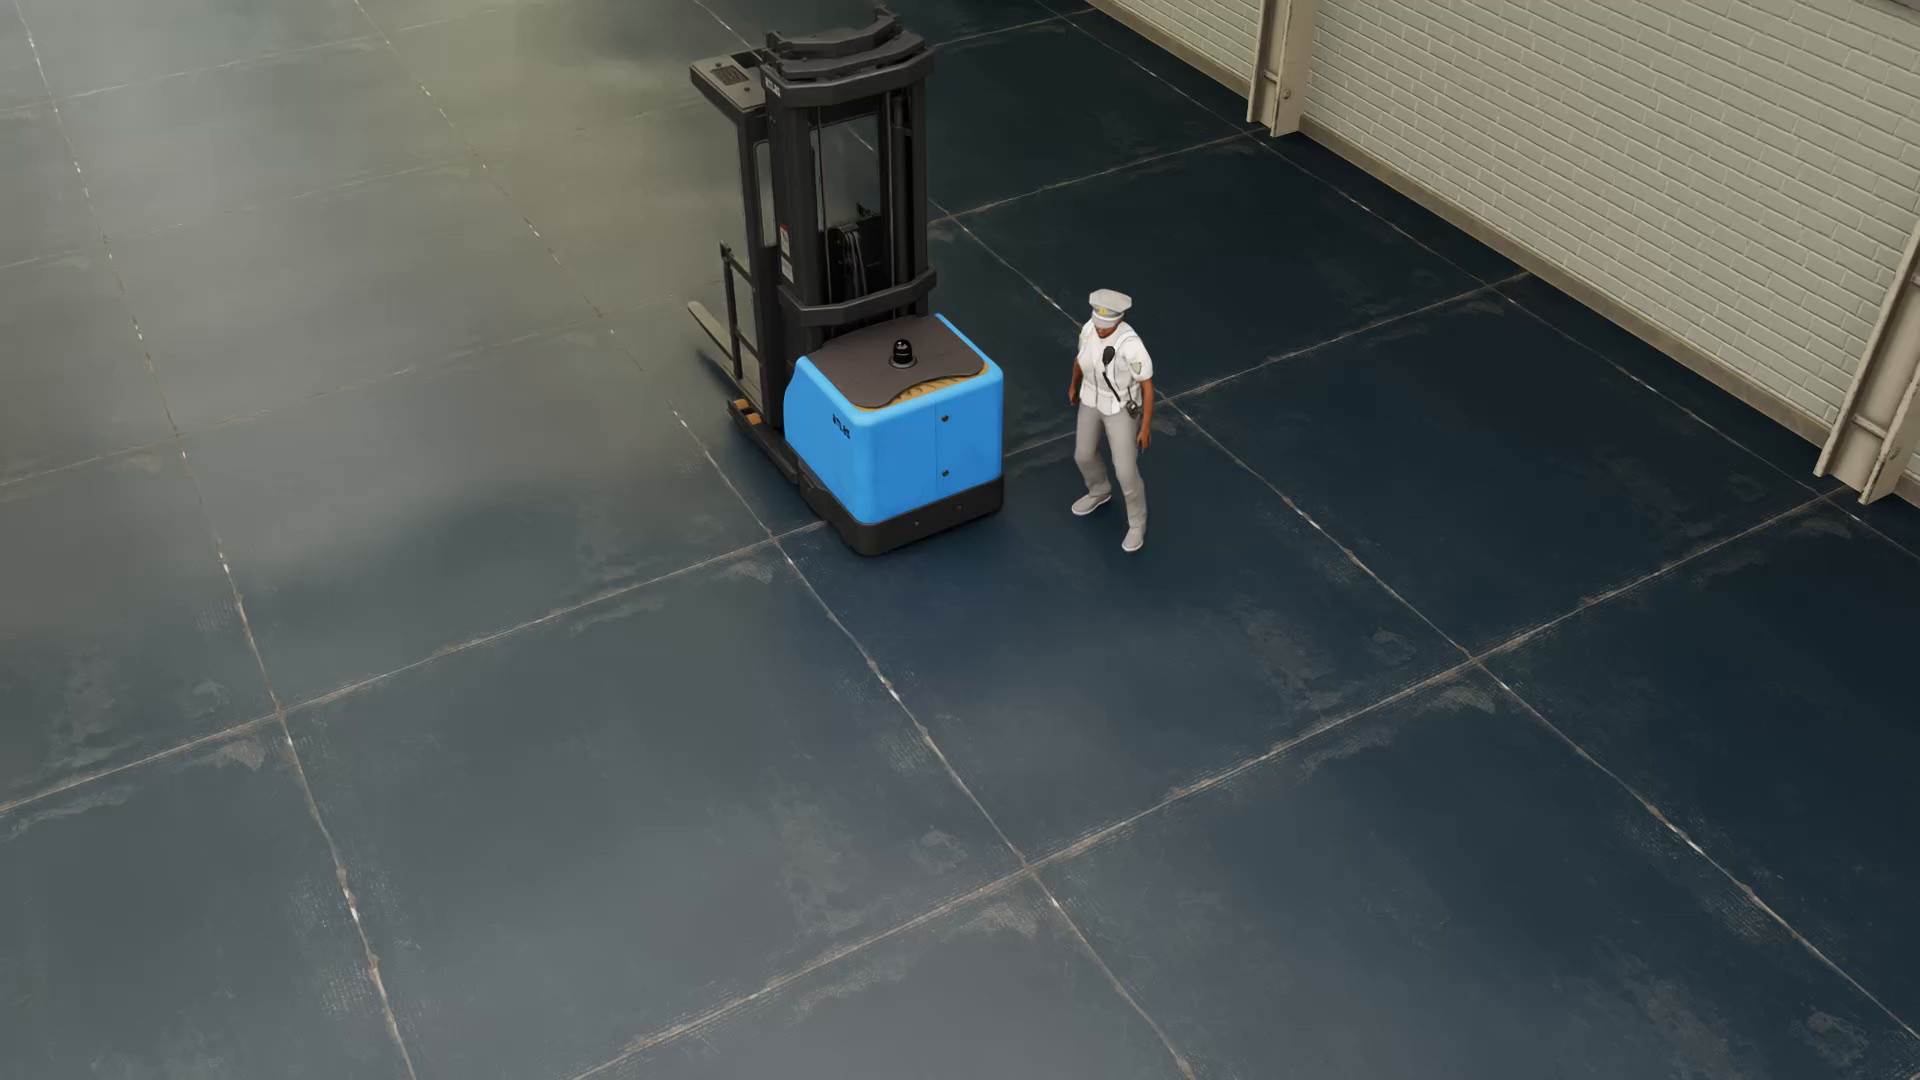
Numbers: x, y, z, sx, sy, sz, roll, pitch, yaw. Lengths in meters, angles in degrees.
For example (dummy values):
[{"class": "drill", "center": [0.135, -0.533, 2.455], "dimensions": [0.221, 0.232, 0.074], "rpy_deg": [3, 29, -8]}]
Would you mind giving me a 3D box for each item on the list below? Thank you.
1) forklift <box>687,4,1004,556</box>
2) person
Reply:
[{"class": "forklift", "center": [-0.912, -1.952, 10.390], "dimensions": [1.130, 2.935, 3.031], "rpy_deg": [-21, 44, -23]}, {"class": "person", "center": [0.909, -0.776, 9.993], "dimensions": [0.741, 1.635, 0.377], "rpy_deg": [31, 49, 32]}]
